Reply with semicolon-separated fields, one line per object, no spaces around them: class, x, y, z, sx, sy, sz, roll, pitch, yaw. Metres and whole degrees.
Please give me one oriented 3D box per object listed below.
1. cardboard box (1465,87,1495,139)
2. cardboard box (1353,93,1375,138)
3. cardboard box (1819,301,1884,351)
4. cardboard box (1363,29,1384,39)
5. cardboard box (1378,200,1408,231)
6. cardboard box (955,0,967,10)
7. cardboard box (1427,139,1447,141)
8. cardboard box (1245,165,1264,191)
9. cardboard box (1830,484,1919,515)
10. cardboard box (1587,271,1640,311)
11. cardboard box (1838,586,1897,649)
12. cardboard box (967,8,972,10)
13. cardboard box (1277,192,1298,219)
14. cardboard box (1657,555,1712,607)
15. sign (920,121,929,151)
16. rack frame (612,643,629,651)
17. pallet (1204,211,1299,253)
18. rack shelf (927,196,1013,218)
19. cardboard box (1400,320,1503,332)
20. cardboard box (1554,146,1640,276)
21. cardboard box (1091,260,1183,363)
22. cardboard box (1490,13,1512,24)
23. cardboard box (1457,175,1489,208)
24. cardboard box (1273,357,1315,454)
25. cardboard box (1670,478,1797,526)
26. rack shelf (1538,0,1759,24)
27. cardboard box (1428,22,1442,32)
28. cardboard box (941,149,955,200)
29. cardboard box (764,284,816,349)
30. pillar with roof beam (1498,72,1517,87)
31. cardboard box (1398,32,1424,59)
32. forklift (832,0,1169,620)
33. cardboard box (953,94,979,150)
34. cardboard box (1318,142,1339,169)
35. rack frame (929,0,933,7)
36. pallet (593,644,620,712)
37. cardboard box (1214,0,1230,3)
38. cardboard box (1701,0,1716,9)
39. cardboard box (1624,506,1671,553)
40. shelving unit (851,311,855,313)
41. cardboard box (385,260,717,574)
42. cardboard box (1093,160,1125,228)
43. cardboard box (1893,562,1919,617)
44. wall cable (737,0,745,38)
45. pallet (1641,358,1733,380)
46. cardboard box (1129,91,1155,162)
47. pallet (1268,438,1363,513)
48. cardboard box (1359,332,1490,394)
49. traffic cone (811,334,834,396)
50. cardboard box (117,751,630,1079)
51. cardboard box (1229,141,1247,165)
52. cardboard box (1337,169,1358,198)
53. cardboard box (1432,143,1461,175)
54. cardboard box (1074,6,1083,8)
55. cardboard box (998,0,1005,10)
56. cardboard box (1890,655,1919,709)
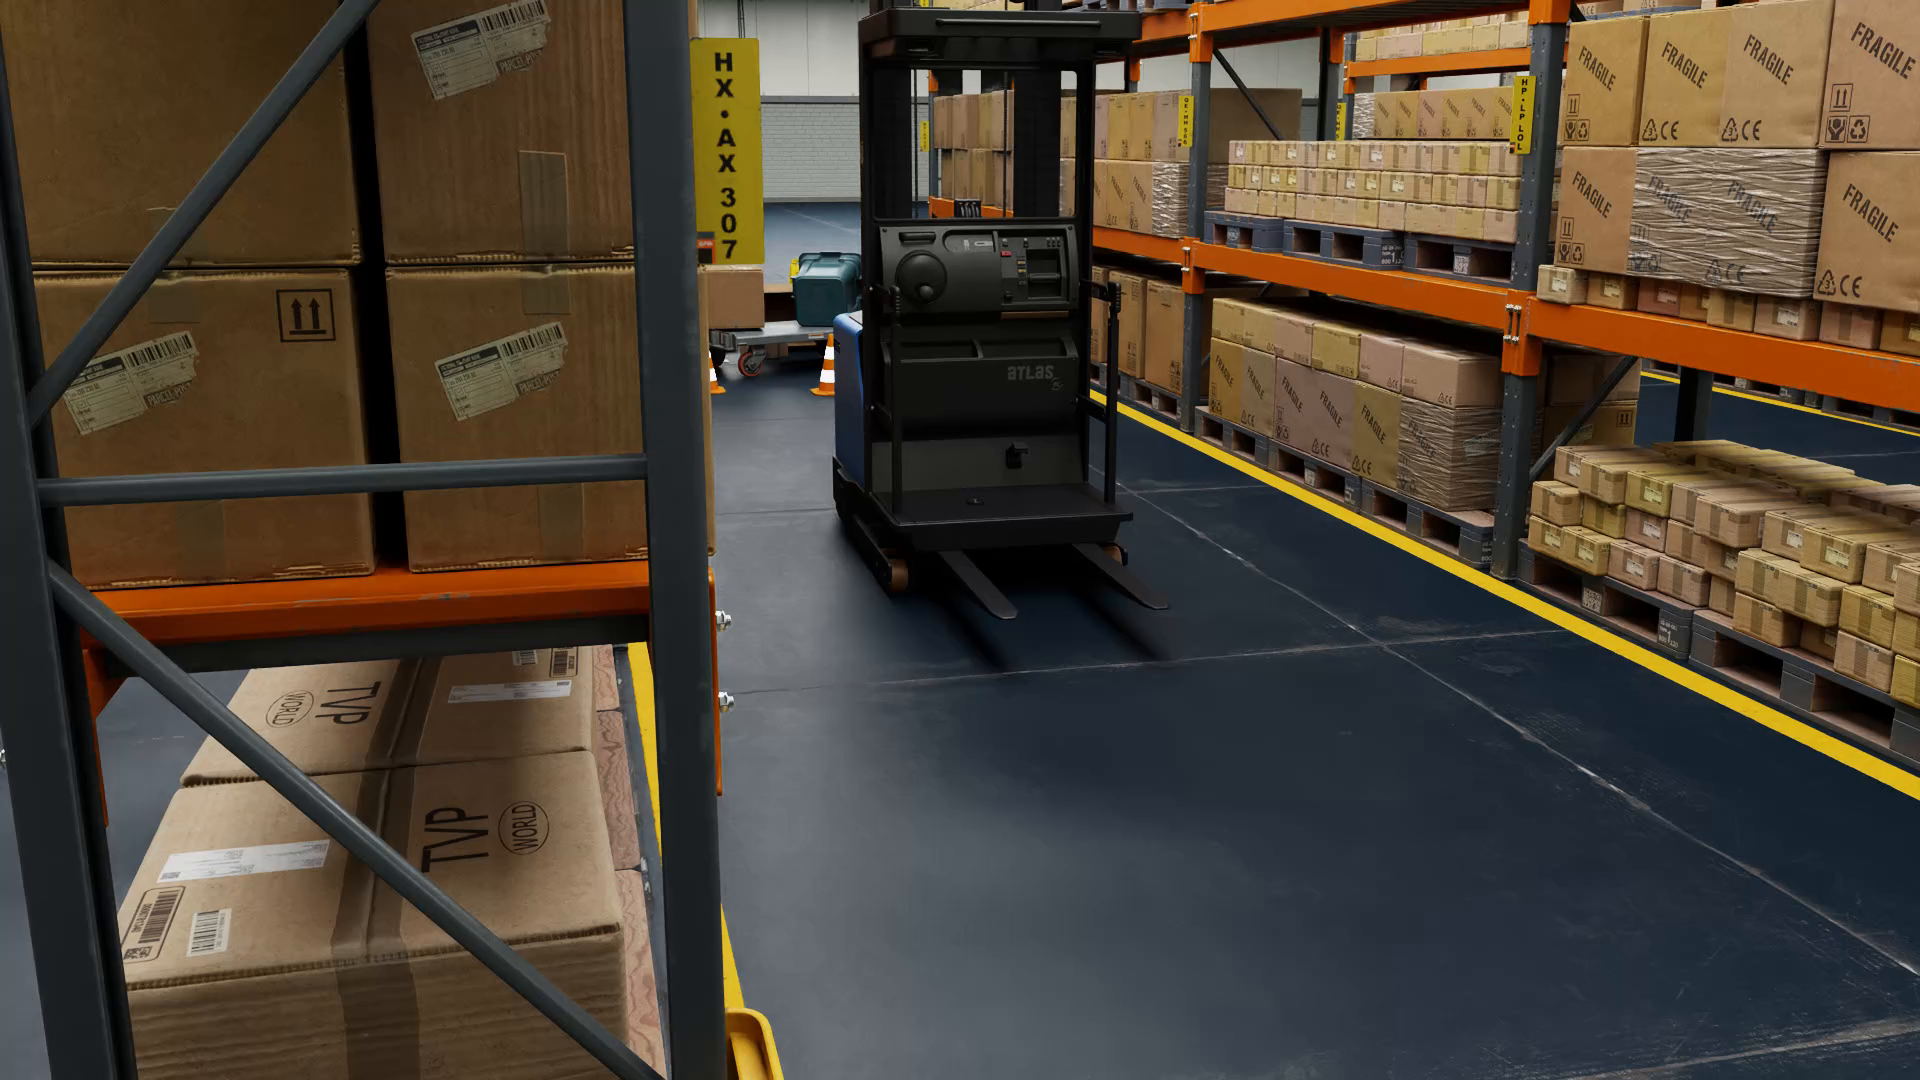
cardboard box;5.440;-4.285;16.703;0.500;0.500;0.500;-3;14;-13
cardboard box;4.856;-4.862;19.064;0.500;0.500;0.500;-3;14;-13
cardboard box;3.178;-0.738;5.657;0.380;0.149;0.250;-3;14;-11
cardboard box;4.799;-5.762;18.846;0.380;0.149;0.250;-3;14;-12
cardboard box;2.432;-1.706;8.733;0.380;0.149;0.250;-4;14;-16
cardboard box;0.251;-5.495;16.871;0.500;0.250;0.500;-3;14;-14
cardboard box;5.510;-4.048;17.837;0.875;0.500;0.500;-3;14;-13
cardboard box;2.010;-2.268;10.408;0.380;0.149;0.250;-3;14;-10
cardboard box;3.604;-0.109;6.423;0.380;0.149;0.250;-4;14;-16
cardboard box;2.847;-1.043;6.905;0.380;0.149;0.250;-3;14;-12
cardboard box;3.203;0.251;5.576;0.380;0.149;0.250;-3;14;-10
cardboard box;0.273;-5.213;16.559;0.380;0.149;0.250;-3;14;-13
cardboard box;2.126;-2.008;9.970;0.380;0.149;0.250;-3;14;-11
cardboard box;3.018;0.150;6.613;0.380;0.149;0.250;-4;14;-14
sign;-0.394;-4.502;18.542;0.100;0.325;0.005;-3;14;-13
rack frame;-1.823;-1.005;6.220;1.000;3.000;0.127;-3;14;-13
pallet;2.297;-1.975;10.595;1.213;0.211;1.003;-3;14;-13
rack shelf;0.617;-3.261;16.972;1.077;0.370;4.000;-3;14;-13
cardboard box;2.806;-1.084;9.345;0.500;0.250;0.500;-3;14;-11
cardboard box;2.837;-1.369;6.872;0.500;0.500;0.500;-4;14;-14
cardboard box;1.543;-1.900;13.738;1.050;0.750;0.750;-3;14;-13
cardboard box;5.457;-5.159;16.380;0.380;0.149;0.250;-4;14;-16
cardboard box;2.617;-1.672;7.968;0.380;0.149;0.250;-3;14;-13
cardboard box;2.191;-0.805;9.784;0.500;0.500;0.500;-4;14;-15
cardboard box;3.043;-0.140;6.547;0.380;0.149;0.250;-4;14;-15
rack shelf;3.435;-1.950;5.285;1.077;0.370;4.000;-3;14;-13
cardboard box;5.208;-5.470;17.652;0.380;0.149;0.250;-3;14;-14
cardboard box;0.278;-4.062;18.418;0.875;0.550;0.550;-3;14;-13
cardboard box;-1.540;-2.147;15.869;0.797;0.637;0.503;-3;14;-13
pillar with roof beam;10.621;-13.251;43.706;9.100;9.000;0.400;-3;14;-13
cardboard box;5.094;-5.351;18.005;0.500;0.250;0.500;-3;14;-13
forklift;0.142;-1.278;7.483;1.130;2.935;3.031;-3;14;-13
cardboard box;0.415;-4.323;17.212;0.875;0.550;0.550;-3;14;-13
cardboard box;2.256;-2.177;9.409;0.380;0.149;0.250;-3;14;-11
rack frame;0.147;-6.987;18.063;1.000;3.000;0.127;-3;14;-13
pallet;-1.720;0.530;5.815;1.003;0.211;1.213;-3;14;-13
cardboard box;1.901;-3.586;10.254;0.500;0.500;0.500;-3;14;-13
cardboard box;6.276;-4.190;13.252;0.500;0.250;0.500;-3;14;-12
cardboard box;2.978;-0.059;6.842;0.380;0.149;0.250;-3;14;-14
shelving unit;-0.439;-0.745;9.266;0.252;1.050;0.215;13;19;43
cardboard box;-0.717;-0.257;2.949;0.500;0.500;0.500;-3;14;-14
cardboard box;1.302;-2.713;13.000;0.500;0.500;0.500;-3;14;-12
cardboard box;3.230;0.167;5.293;0.380;0.149;0.250;-3;14;-11
wall cable;-7.398;-16.051;47.998;2.305;6.003;0.169;-3;14;-13
pallet;6.406;-1.587;14.476;1.003;0.211;1.213;-3;14;-13
cardboard box;1.687;-3.100;12.478;0.700;0.500;0.500;-4;14;-14
pallet;2.491;-0.411;9.664;1.003;0.211;1.213;-3;14;-13
cardboard box;2.437;-0.935;8.736;0.500;0.250;0.500;-3;14;-11
traffic cone;-1.009;-1.399;13.178;0.336;0.463;0.334;-3;14;-13
cardboard box;-1.135;0.812;3.297;0.875;0.438;0.875;-4;14;-15
cardboard box;1.947;-2.479;10.646;0.380;0.149;0.250;-3;14;-13
cardboard box;2.315;-1.972;9.194;0.380;0.149;0.250;-3;14;-11
cardboard box;2.559;-1.878;8.186;0.380;0.149;0.250;-4;14;-15
cardboard box;1.269;-4.900;15.276;0.380;0.149;0.250;-3;14;-13
cardboard box;0.569;-4.921;15.363;0.380;0.149;0.250;-3;14;-12
cardboard box;3.250;0.459;5.351;0.380;0.149;0.250;-4;14;-16
